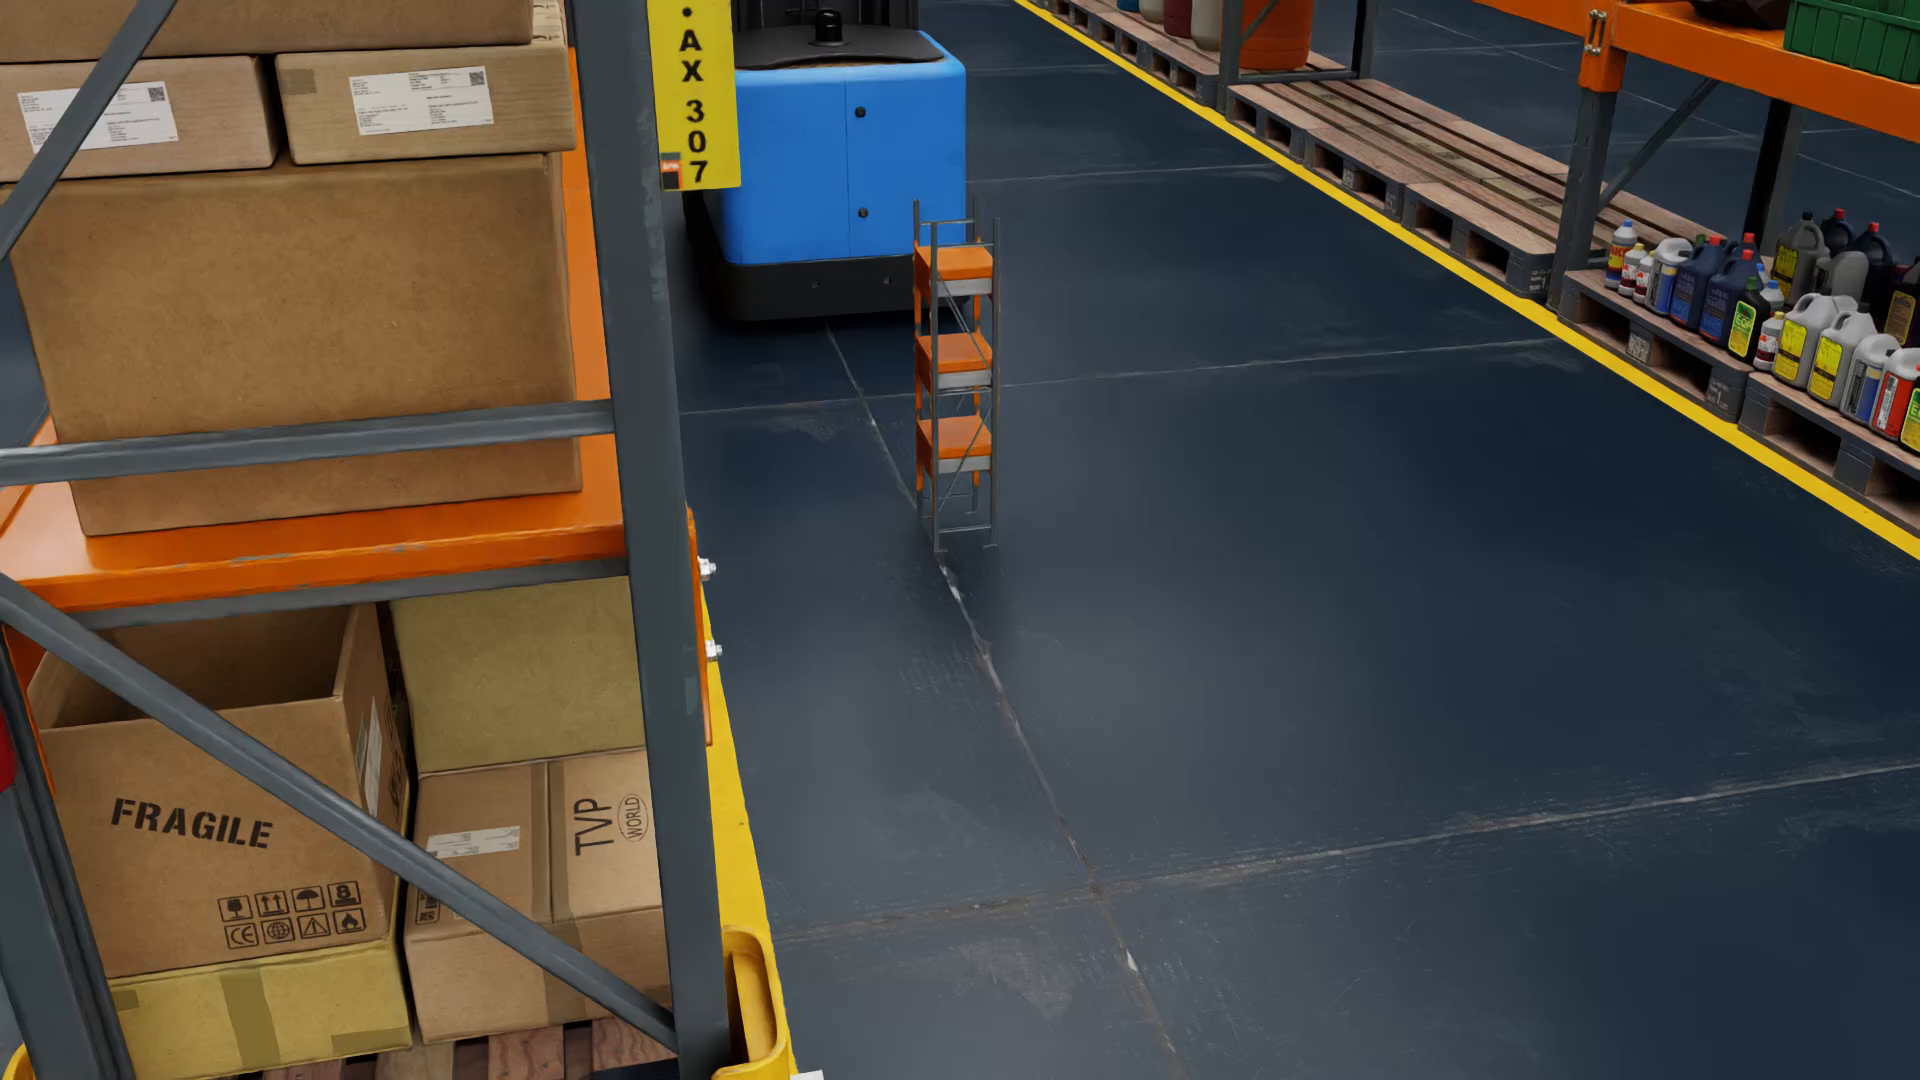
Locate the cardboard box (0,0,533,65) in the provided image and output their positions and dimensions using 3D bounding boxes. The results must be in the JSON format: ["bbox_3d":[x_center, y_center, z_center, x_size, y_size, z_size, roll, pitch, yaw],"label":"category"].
[{"bbox_3d":[-0.976,-0.971,2.294,0.700,0.500,0.500,-6,27,-11],"label":"cardboard box"}]

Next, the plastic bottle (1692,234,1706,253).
[{"bbox_3d":[2.902,-1.047,6.521,0.061,0.283,0.133,-6,27,-12],"label":"plastic bottle"}]

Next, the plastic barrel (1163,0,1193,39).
[{"bbox_3d":[1.771,-3.951,11.959,0.600,0.588,0.708,-6,27,-12],"label":"plastic barrel"}]

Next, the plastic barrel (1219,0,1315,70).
[{"bbox_3d":[2.026,-3.563,10.922,0.600,0.830,0.708,-6,27,-12],"label":"plastic barrel"}]

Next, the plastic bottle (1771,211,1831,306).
[{"bbox_3d":[3.340,-1.121,6.594,0.144,0.351,0.185,-6,27,-12],"label":"plastic bottle"}]

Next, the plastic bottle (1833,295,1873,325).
[{"bbox_3d":[3.109,-0.716,5.874,0.152,0.276,0.135,-6,27,-12],"label":"plastic bottle"}]

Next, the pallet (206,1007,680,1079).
[{"bbox_3d":[-1.084,0.795,3.440,1.003,0.211,1.213,-6,27,-12],"label":"pallet"}]

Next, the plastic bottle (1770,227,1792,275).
[{"bbox_3d":[3.439,-1.195,6.906,0.097,0.201,0.097,0,27,0],"label":"plastic bottle"}]

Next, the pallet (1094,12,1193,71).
[{"bbox_3d":[1.663,-3.763,12.471,1.003,0.211,1.213,-6,27,-12],"label":"pallet"}]

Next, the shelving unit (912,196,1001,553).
[{"bbox_3d":[-0.012,-0.492,5.060,0.215,1.050,0.252,-6,27,-12],"label":"shelving unit"}]

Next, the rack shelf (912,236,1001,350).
[{"bbox_3d":[-0.012,-0.736,4.937,0.215,0.259,0.240,-6,27,-12],"label":"rack shelf"}]

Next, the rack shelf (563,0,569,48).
[{"bbox_3d":[-2.223,-2.431,7.535,1.077,0.370,4.000,-6,27,-12],"label":"rack shelf"}]

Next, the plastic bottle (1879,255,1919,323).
[{"bbox_3d":[3.601,-0.954,6.338,0.061,0.283,0.133,-4,27,-8],"label":"plastic bottle"}]

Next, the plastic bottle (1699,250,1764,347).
[{"bbox_3d":[2.874,-0.910,6.175,0.144,0.351,0.185,-7,28,-14],"label":"plastic bottle"}]

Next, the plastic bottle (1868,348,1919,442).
[{"bbox_3d":[3.084,-0.475,5.396,0.152,0.276,0.135,-6,27,-11],"label":"plastic bottle"}]

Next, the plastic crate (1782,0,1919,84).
[{"bbox_3d":[3.085,-1.656,5.437,0.450,0.188,0.662,-6,27,-12],"label":"plastic crate"}]

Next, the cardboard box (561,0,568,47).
[{"bbox_3d":[-0.922,-0.983,3.037,0.380,0.149,0.250,-6,27,-12],"label":"cardboard box"}]

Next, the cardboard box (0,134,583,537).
[{"bbox_3d":[-0.964,-0.369,2.541,0.700,0.500,0.500,-6,27,-12],"label":"cardboard box"}]

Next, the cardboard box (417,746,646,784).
[{"bbox_3d":[-0.892,0.445,3.625,0.500,0.250,0.500,-6,27,-12],"label":"cardboard box"}]

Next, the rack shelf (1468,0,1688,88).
[{"bbox_3d":[2.603,-2.932,8.529,1.077,0.370,4.000,-6,27,-12],"label":"rack shelf"}]

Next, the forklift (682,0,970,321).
[{"bbox_3d":[-0.789,-2.856,7.655,1.130,2.935,3.031,-6,27,-12],"label":"forklift"}]

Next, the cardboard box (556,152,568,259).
[{"bbox_3d":[-1.193,-0.817,3.430,0.700,0.500,0.500,-6,27,-11],"label":"cardboard box"}]

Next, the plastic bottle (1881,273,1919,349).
[{"bbox_3d":[3.502,-0.858,6.147,0.061,0.283,0.133,-6,27,-12],"label":"plastic bottle"}]

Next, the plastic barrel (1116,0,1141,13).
[{"bbox_3d":[1.517,-4.587,12.871,0.600,0.901,0.708,-6,27,-12],"label":"plastic barrel"}]

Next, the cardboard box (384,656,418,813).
[{"bbox_3d":[-1.404,0.498,3.519,0.500,0.250,0.500,-6,27,-12],"label":"cardboard box"}]

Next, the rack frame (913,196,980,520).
[{"bbox_3d":[-0.040,-0.546,5.166,0.200,1.050,0.008,-6,27,-12],"label":"rack frame"}]

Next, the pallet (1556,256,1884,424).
[{"bbox_3d":[3.165,-0.831,6.663,1.003,0.211,1.213,-6,27,-12],"label":"pallet"}]

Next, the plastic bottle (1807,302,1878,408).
[{"bbox_3d":[3.012,-0.641,5.644,0.144,0.351,0.185,-5,27,-9],"label":"plastic bottle"}]

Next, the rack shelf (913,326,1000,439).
[{"bbox_3d":[-0.012,-0.483,5.065,0.215,0.259,0.240,-6,27,-12],"label":"rack shelf"}]

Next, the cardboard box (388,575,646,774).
[{"bbox_3d":[-0.890,0.110,3.456,0.500,0.500,0.500,-6,27,-12],"label":"cardboard box"}]

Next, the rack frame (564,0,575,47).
[{"bbox_3d":[-1.773,-1.874,5.634,1.000,3.000,0.127,-6,27,-12],"label":"rack frame"}]

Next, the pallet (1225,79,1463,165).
[{"bbox_3d":[2.289,-2.542,10.053,1.003,0.211,1.213,-6,27,-12],"label":"pallet"}]

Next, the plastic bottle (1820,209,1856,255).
[{"bbox_3d":[3.480,-1.136,6.623,0.144,0.351,0.185,-7,28,-13],"label":"plastic bottle"}]

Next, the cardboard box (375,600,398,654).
[{"bbox_3d":[-1.522,-0.055,3.784,0.500,0.500,0.500,-6,27,-12],"label":"cardboard box"}]

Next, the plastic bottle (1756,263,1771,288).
[{"bbox_3d":[2.982,-0.906,6.255,0.097,0.271,0.097,0,27,0],"label":"plastic bottle"}]

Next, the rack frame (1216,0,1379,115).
[{"bbox_3d":[2.153,-4.131,10.106,1.000,3.000,0.127,-6,27,-12],"label":"rack frame"}]

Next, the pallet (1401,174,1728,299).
[{"bbox_3d":[2.839,-1.471,7.931,1.003,0.211,1.213,-6,27,-12],"label":"pallet"}]

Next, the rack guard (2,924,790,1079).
[{"bbox_3d":[-0.866,1.009,2.697,1.175,0.500,0.348,-6,27,-12],"label":"rack guard"}]

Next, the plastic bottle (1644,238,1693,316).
[{"bbox_3d":[2.798,-1.032,6.501,0.152,0.276,0.135,-5,27,-10],"label":"plastic bottle"}]

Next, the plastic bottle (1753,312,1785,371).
[{"bbox_3d":[2.915,-0.716,5.958,0.097,0.201,0.097,0,27,0],"label":"plastic bottle"}]

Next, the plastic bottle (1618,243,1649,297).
[{"bbox_3d":[2.722,-1.093,6.705,0.097,0.201,0.097,0,27,0],"label":"plastic bottle"}]

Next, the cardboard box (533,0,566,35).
[{"bbox_3d":[-0.812,-0.762,2.600,0.380,0.149,0.250,-7,28,-13],"label":"cardboard box"}]
